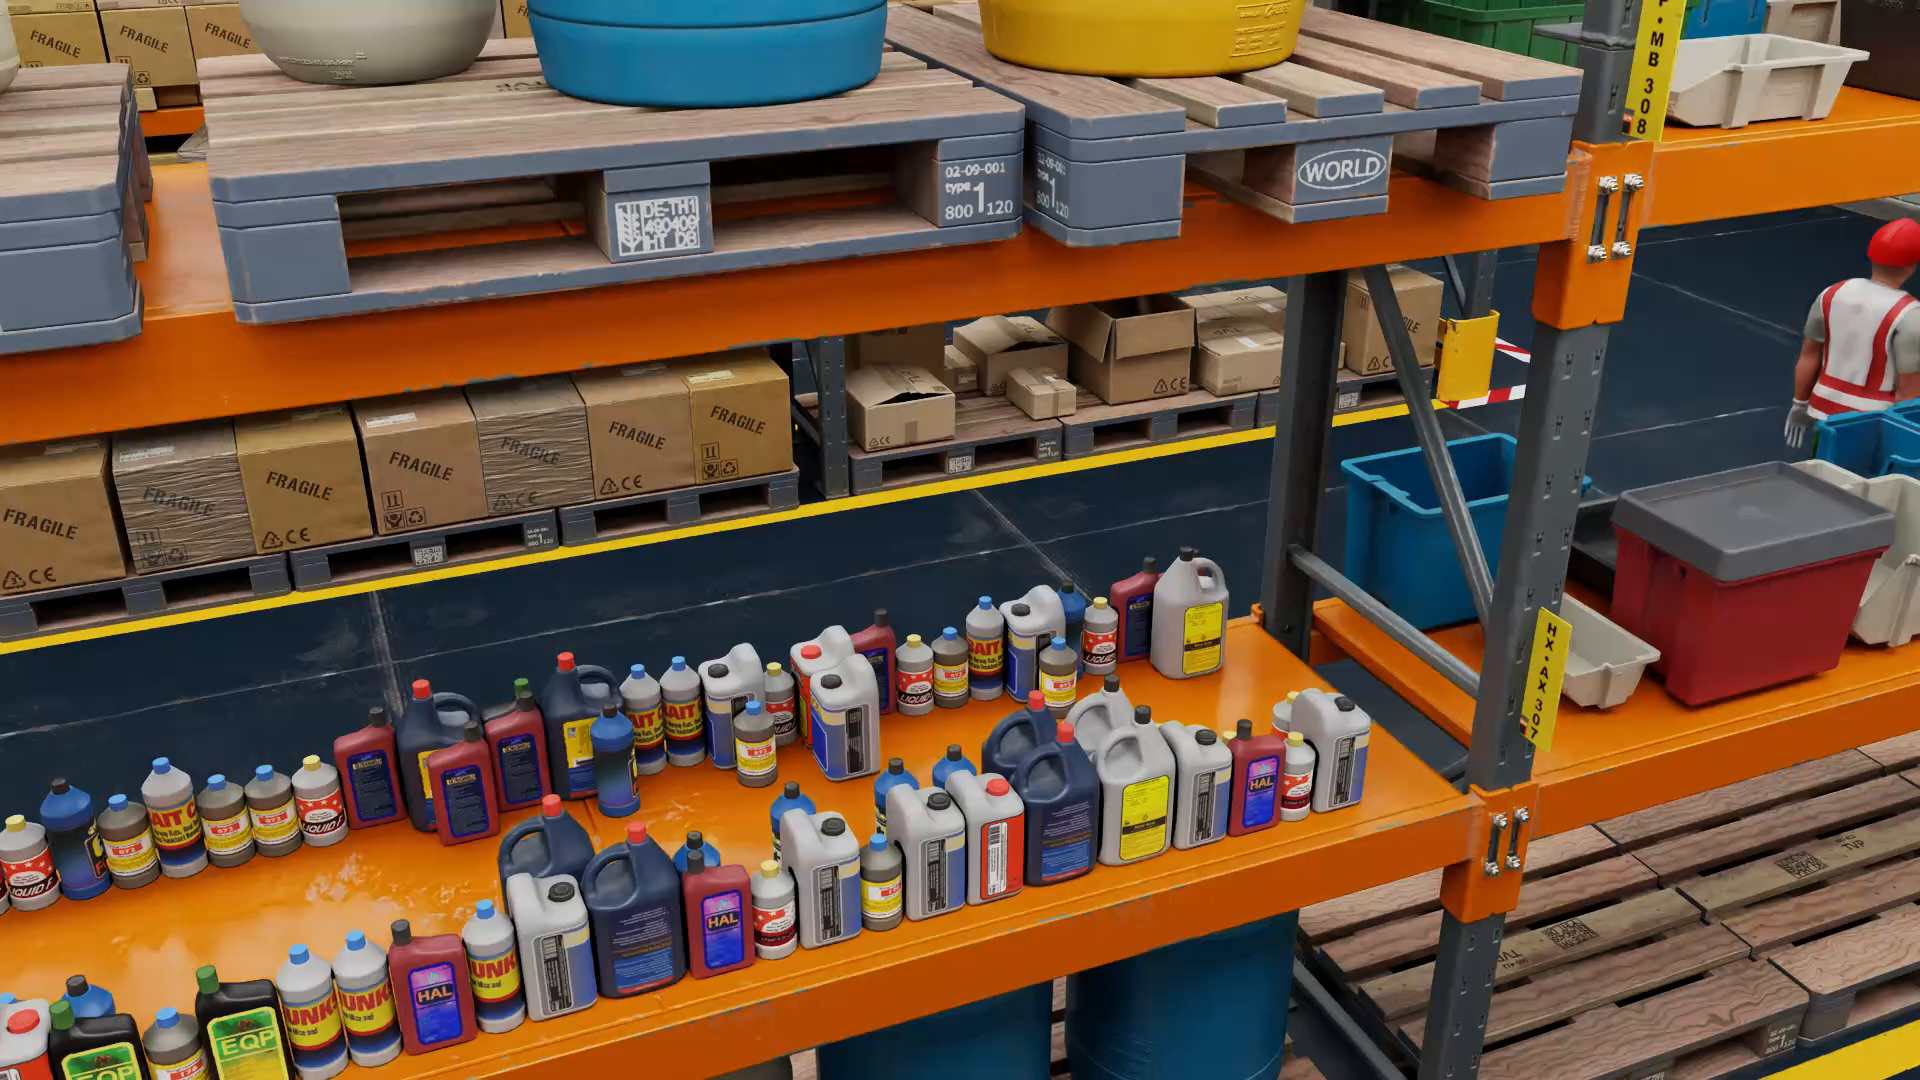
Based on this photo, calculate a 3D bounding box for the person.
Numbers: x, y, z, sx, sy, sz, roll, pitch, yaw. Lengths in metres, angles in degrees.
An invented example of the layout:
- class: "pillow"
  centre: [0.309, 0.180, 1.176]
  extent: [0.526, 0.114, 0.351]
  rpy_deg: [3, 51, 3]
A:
- class: "person"
  centre: [3.777, -0.489, 7.034]
  extent: [0.427, 1.779, 0.556]
  rpy_deg: [-10, 28, -20]
